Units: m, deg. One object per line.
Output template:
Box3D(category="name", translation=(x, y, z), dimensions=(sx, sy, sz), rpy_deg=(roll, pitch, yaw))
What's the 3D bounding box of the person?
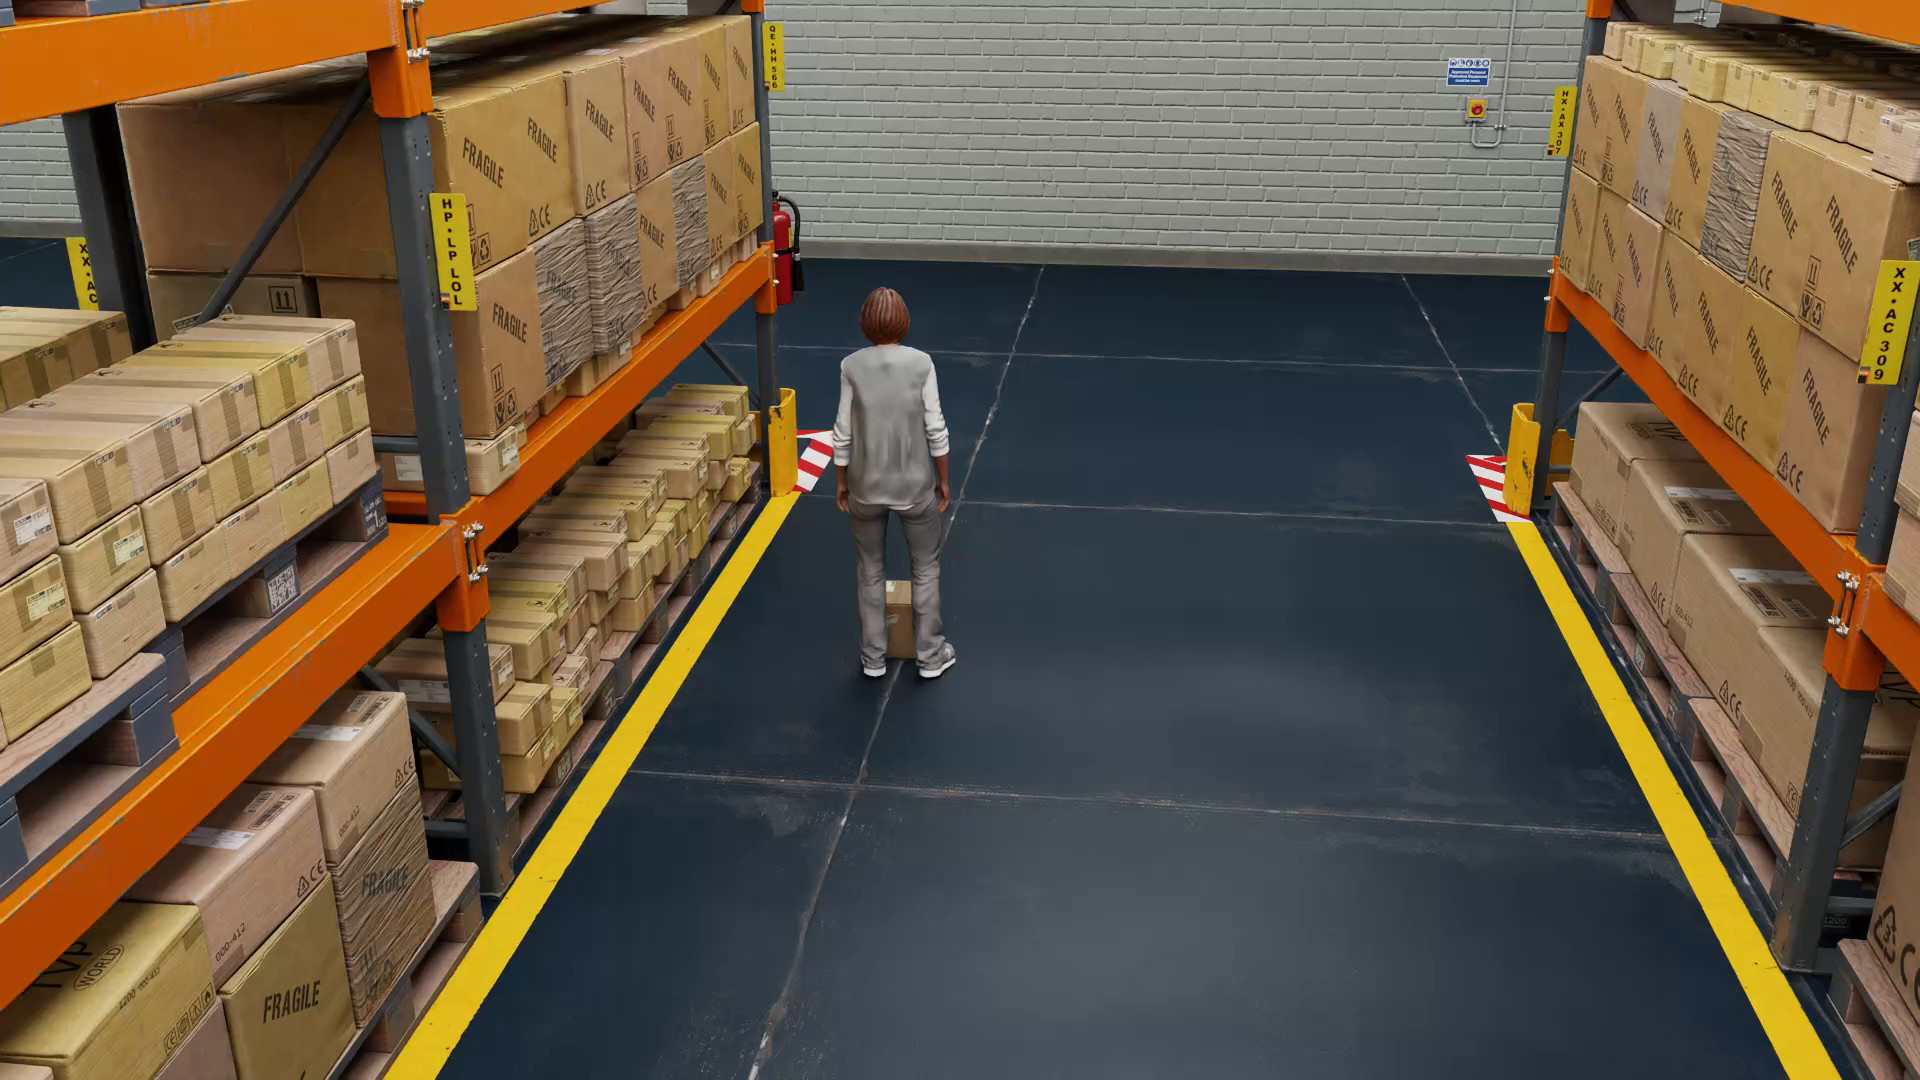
Box3D(category="person", translation=(-0.263, -0.200, 6.611), dimensions=(0.481, 1.591, 0.346), rpy_deg=(1, 22, 2))
